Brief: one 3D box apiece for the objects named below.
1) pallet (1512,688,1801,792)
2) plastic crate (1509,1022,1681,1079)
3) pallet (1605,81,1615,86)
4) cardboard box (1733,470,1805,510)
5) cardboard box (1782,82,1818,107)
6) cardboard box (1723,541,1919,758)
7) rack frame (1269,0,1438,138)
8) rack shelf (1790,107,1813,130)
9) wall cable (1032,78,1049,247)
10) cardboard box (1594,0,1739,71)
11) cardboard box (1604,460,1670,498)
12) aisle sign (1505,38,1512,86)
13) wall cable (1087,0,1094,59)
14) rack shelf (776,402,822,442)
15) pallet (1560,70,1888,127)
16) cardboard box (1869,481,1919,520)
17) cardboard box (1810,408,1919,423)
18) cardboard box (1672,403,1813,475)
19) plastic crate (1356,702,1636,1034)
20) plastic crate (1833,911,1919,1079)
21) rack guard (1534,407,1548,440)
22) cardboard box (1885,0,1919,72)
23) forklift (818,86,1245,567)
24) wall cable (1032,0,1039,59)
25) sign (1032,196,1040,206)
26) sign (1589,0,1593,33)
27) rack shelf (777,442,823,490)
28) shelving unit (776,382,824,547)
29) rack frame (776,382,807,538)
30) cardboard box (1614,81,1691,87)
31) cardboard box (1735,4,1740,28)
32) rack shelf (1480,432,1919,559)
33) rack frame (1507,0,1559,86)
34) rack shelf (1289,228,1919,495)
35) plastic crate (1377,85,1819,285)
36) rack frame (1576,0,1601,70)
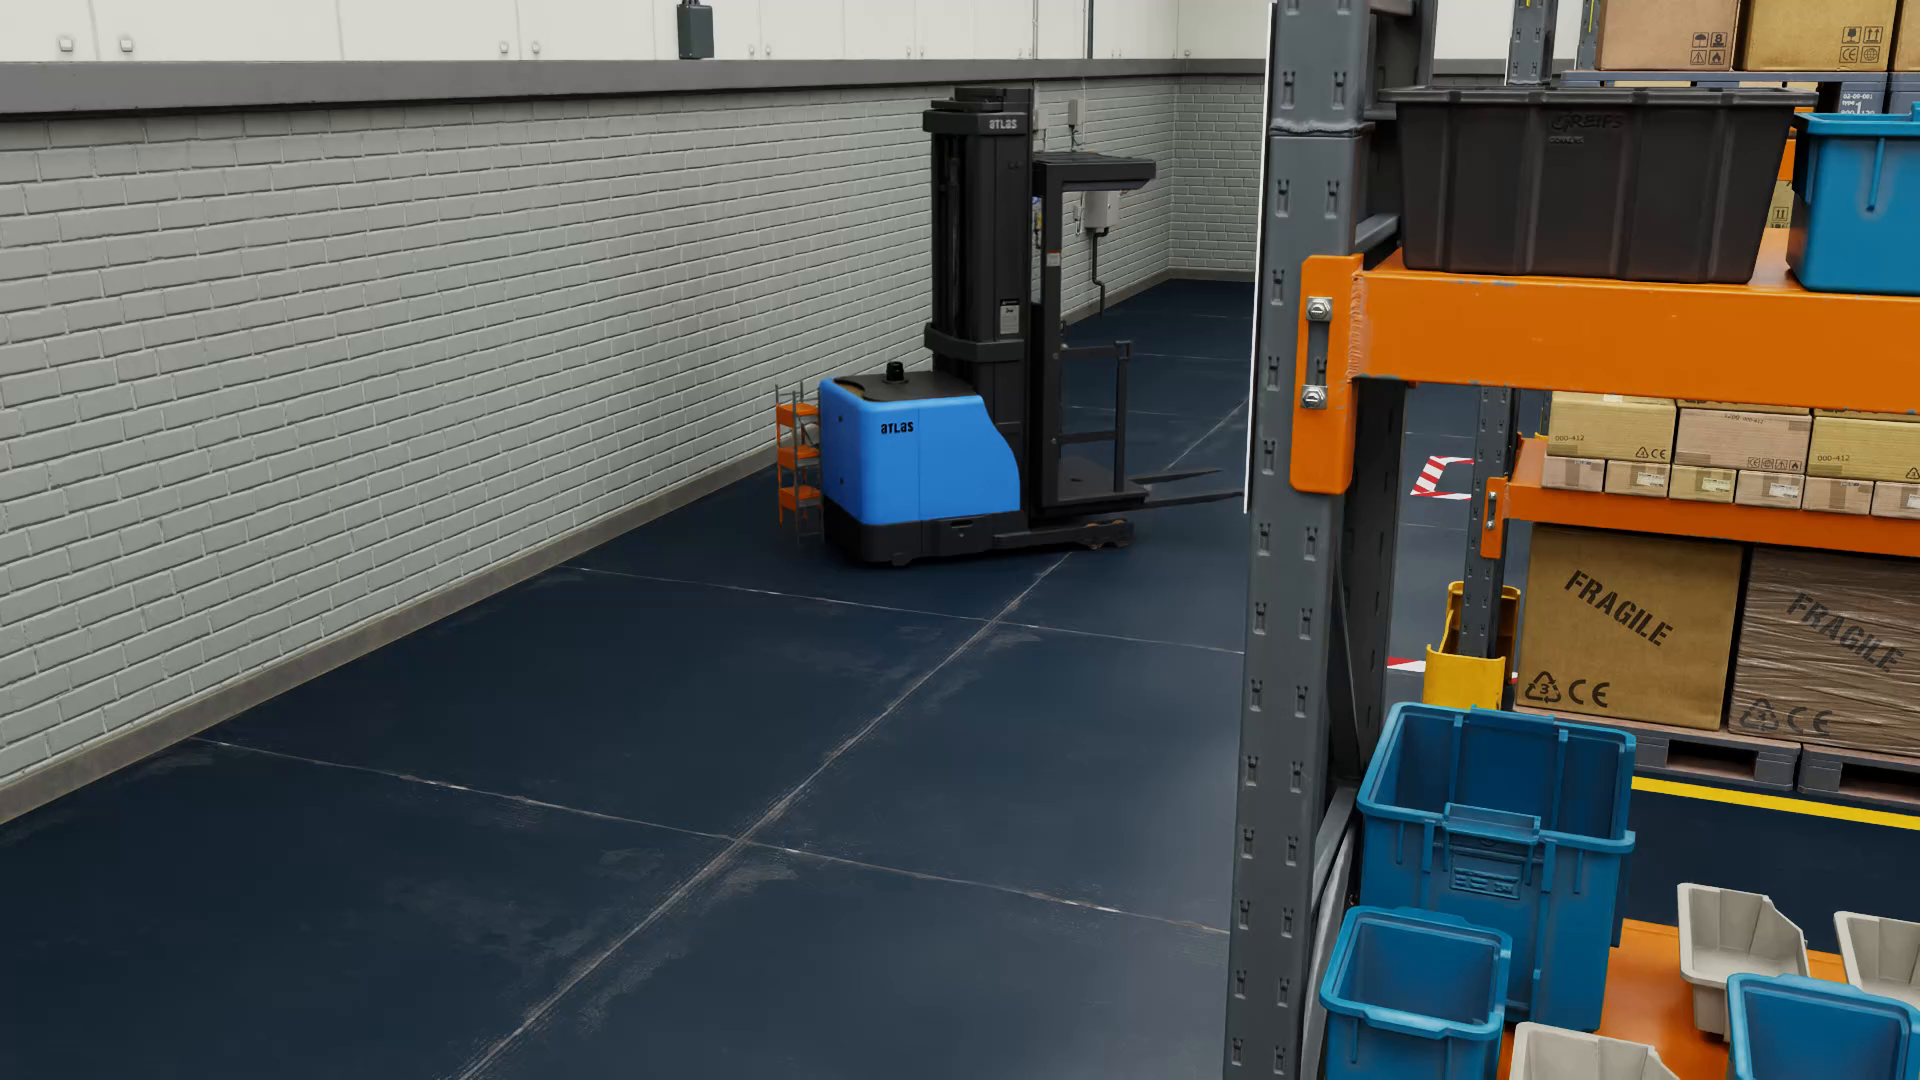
[{"bbox_3d":[3.300,0.822,7.963,1.213,0.211,1.003,6,17,21],"label":"pallet"},{"bbox_3d":[1.087,0.969,2.822,0.298,0.136,0.250,6,17,21],"label":"plastic crate"},{"bbox_3d":[6.857,-4.474,15.982,1.213,0.211,1.003,6,17,21],"label":"pallet"},{"bbox_3d":[3.457,-0.258,7.132,0.250,0.149,0.380,6,17,20],"label":"cardboard box"},{"bbox_3d":[5.737,-3.007,11.039,0.500,0.250,0.500,6,17,19],"label":"cardboard box"},{"bbox_3d":[3.999,0.378,7.550,0.875,0.875,0.875,6,17,21],"label":"cardboard box"},{"bbox_3d":[0.710,-2.175,2.525,0.127,3.000,1.000,6,17,21],"label":"rack frame"},{"bbox_3d":[6.302,-2.745,11.159,4.000,0.370,1.077,6,17,21],"label":"rack shelf"},{"bbox_3d":[0.909,-4.223,18.460,0.123,1.953,0.585,6,17,21],"label":"wall cable"},{"bbox_3d":[3.031,-2.278,7.147,0.500,0.500,0.700,5,17,17],"label":"cardboard box"},{"bbox_3d":[2.976,-0.310,7.313,0.250,0.149,0.380,6,17,20],"label":"cardboard box"},{"bbox_3d":[2.350,-1.757,7.181,0.004,0.787,0.394,6,17,21],"label":"aisle sign"},{"bbox_3d":[2.104,-7.470,20.697,0.133,3.039,2.988,6,17,21],"label":"wall cable"},{"bbox_3d":[-1.060,-0.765,10.944,0.215,0.259,0.240,-10,19,-31],"label":"rack shelf"},{"bbox_3d":[3.221,-1.903,7.129,1.213,0.211,1.003,6,17,21],"label":"pallet"},{"bbox_3d":[3.933,-0.205,6.951,0.250,0.149,0.380,6,17,20],"label":"cardboard box"},{"bbox_3d":[3.824,-0.788,6.898,0.500,0.500,0.500,6,17,19],"label":"cardboard box"},{"bbox_3d":[3.361,-0.479,7.178,0.500,0.250,0.500,6,17,20],"label":"cardboard box"},{"bbox_3d":[1.090,0.646,3.397,0.499,0.435,0.616,6,17,21],"label":"plastic crate"},{"bbox_3d":[1.799,0.874,3.150,0.243,0.136,0.396,6,17,21],"label":"plastic crate"},{"bbox_3d":[4.512,-0.646,12.504,0.348,0.500,1.175,6,17,21],"label":"rack guard"},{"bbox_3d":[4.009,-2.148,6.702,0.500,0.500,0.700,5,17,17],"label":"cardboard box"},{"bbox_3d":[0.618,-1.481,11.018,3.031,2.935,1.130,-6,17,-21],"label":"forklift"},{"bbox_3d":[0.769,-6.539,17.556,0.029,3.000,0.463,6,17,21],"label":"wall cable"},{"bbox_3d":[0.835,-3.843,18.547,0.001,0.218,0.327,6,17,21],"label":"sign"},{"bbox_3d":[4.242,-3.574,11.157,0.005,0.325,0.100,6,17,21],"label":"sign"},{"bbox_3d":[-1.060,-0.492,11.023,0.215,0.259,0.240,-10,19,-31],"label":"rack shelf"},{"bbox_3d":[-1.060,-0.502,11.020,0.215,1.050,0.252,-10,19,-31],"label":"shelving unit"},{"bbox_3d":[-1.126,-0.531,11.118,0.200,1.050,0.008,-10,19,-31],"label":"rack frame"},{"bbox_3d":[4.765,-3.111,11.398,0.500,0.250,0.500,7,18,23],"label":"cardboard box"},{"bbox_3d":[5.115,-3.485,11.075,0.250,0.149,0.380,6,17,21],"label":"cardboard box"},{"bbox_3d":[4.388,-0.029,7.182,4.000,0.370,1.077,6,17,21],"label":"rack shelf"},{"bbox_3d":[2.527,-3.460,6.950,0.127,3.000,1.000,6,17,21],"label":"rack frame"},{"bbox_3d":[2.570,-0.185,2.339,4.000,0.370,1.077,6,17,21],"label":"rack shelf"},{"bbox_3d":[0.966,-0.560,2.577,0.590,0.269,0.497,6,17,21],"label":"plastic crate"},{"bbox_3d":[4.441,-4.736,11.346,0.127,3.000,1.000,6,17,21],"label":"rack frame"}]
